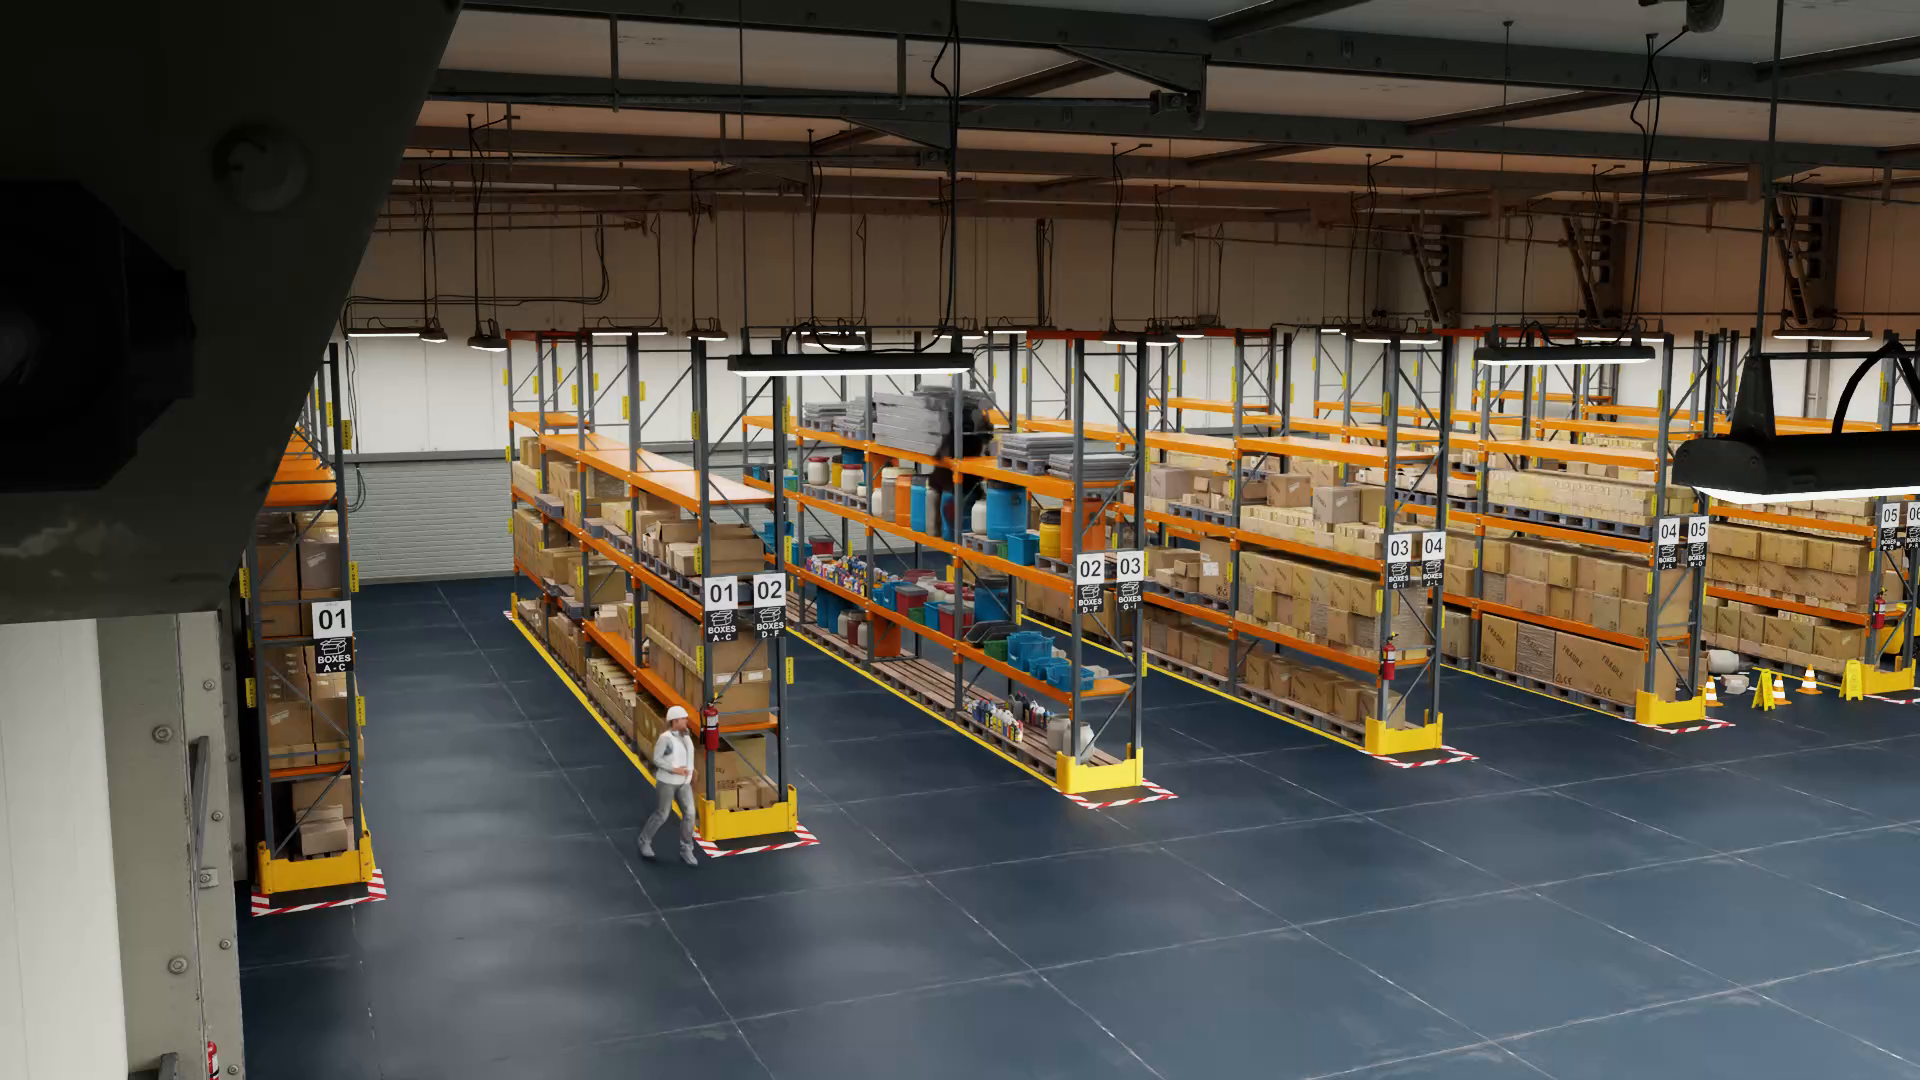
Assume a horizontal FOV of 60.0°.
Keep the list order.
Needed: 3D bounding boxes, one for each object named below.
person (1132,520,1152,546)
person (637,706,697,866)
[{"bbox_3d":[4.538,-0.247,41.889,0.923,1.738,0.734,3,8,20],"label":"person"},{"bbox_3d":[-3.297,2.834,19.385,0.800,1.793,0.712,5,9,33],"label":"person"}]
